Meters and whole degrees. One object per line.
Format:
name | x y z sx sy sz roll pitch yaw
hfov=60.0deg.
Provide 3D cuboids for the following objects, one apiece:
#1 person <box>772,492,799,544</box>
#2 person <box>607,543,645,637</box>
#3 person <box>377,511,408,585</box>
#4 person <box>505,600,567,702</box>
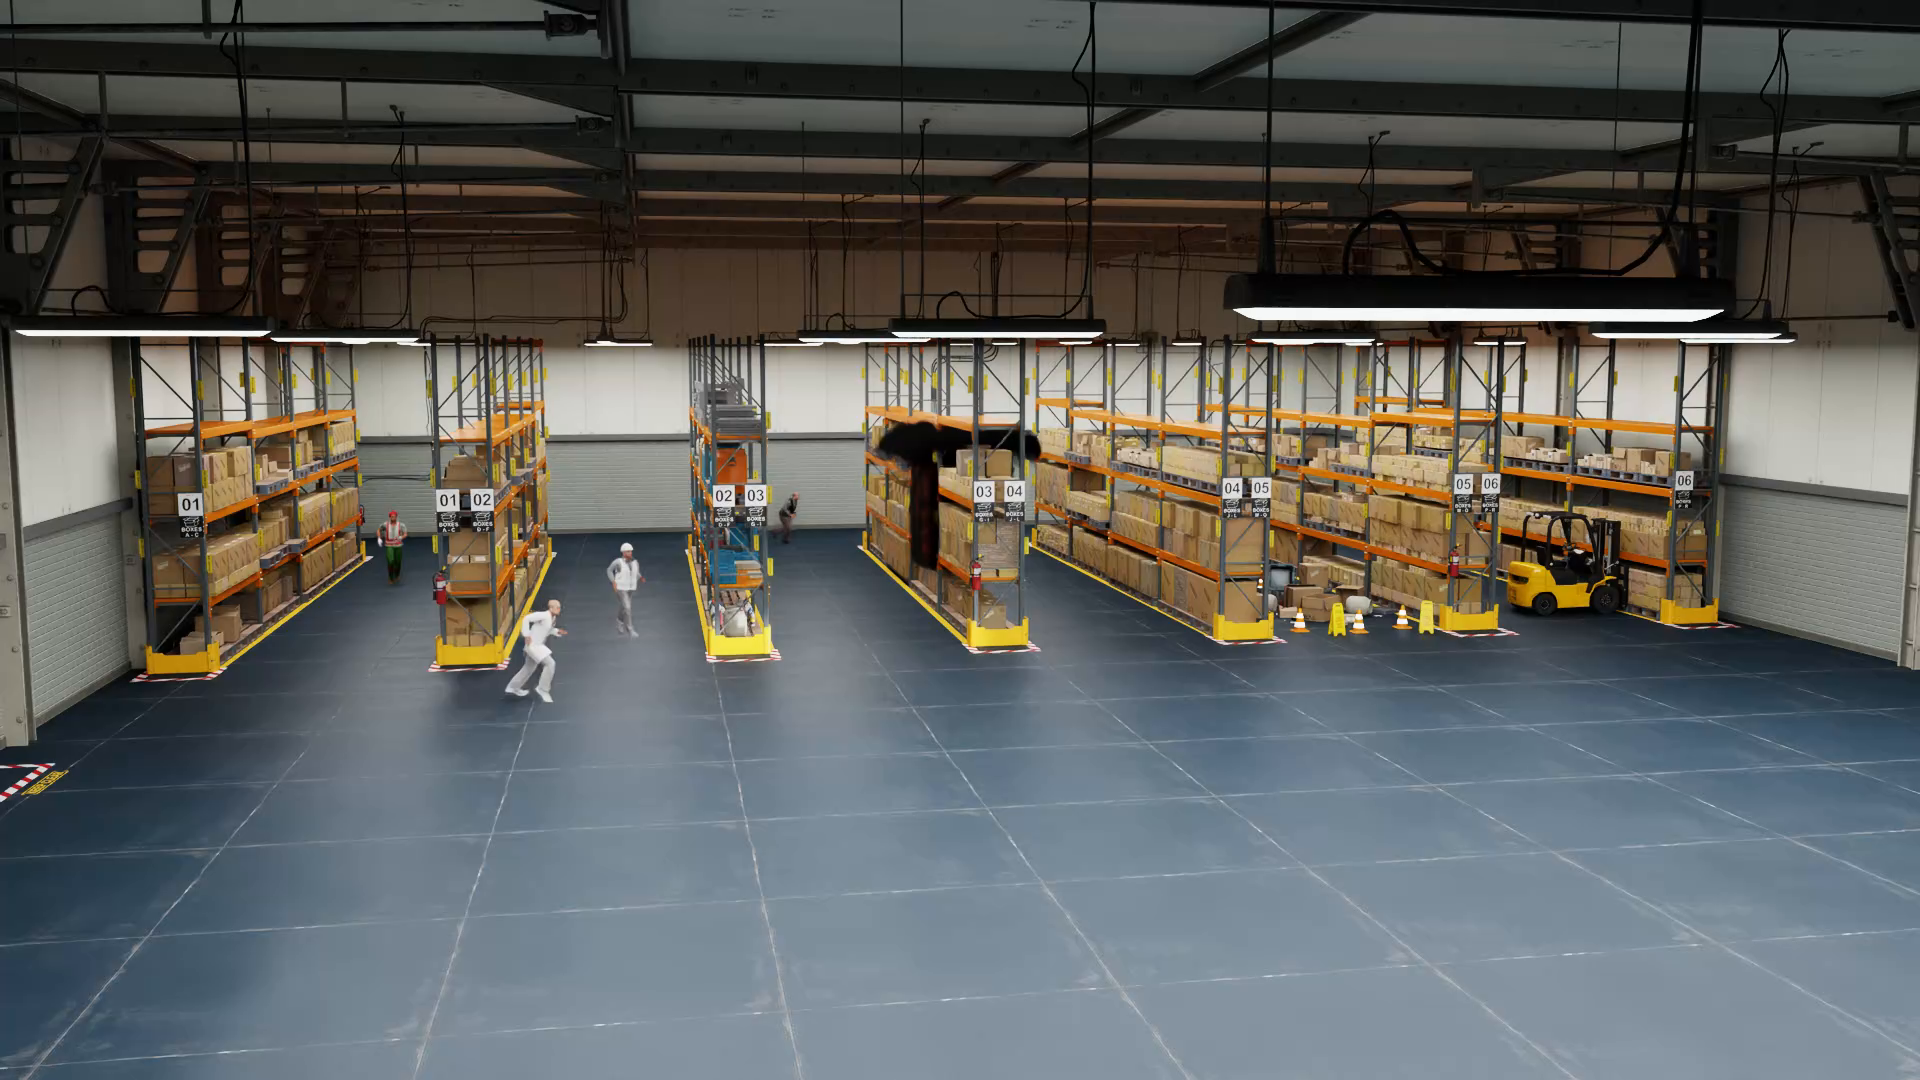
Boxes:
person | -5.146 -0.667 49.131 0.907 1.544 0.672 2 7 19
person | -6.430 0.949 31.900 0.637 1.797 0.914 -6 9 -45
person | -13.842 0.204 40.610 0.689 1.856 0.754 -3 7 -22
person | -6.935 1.824 27.108 1.065 1.723 0.756 1 7 8
